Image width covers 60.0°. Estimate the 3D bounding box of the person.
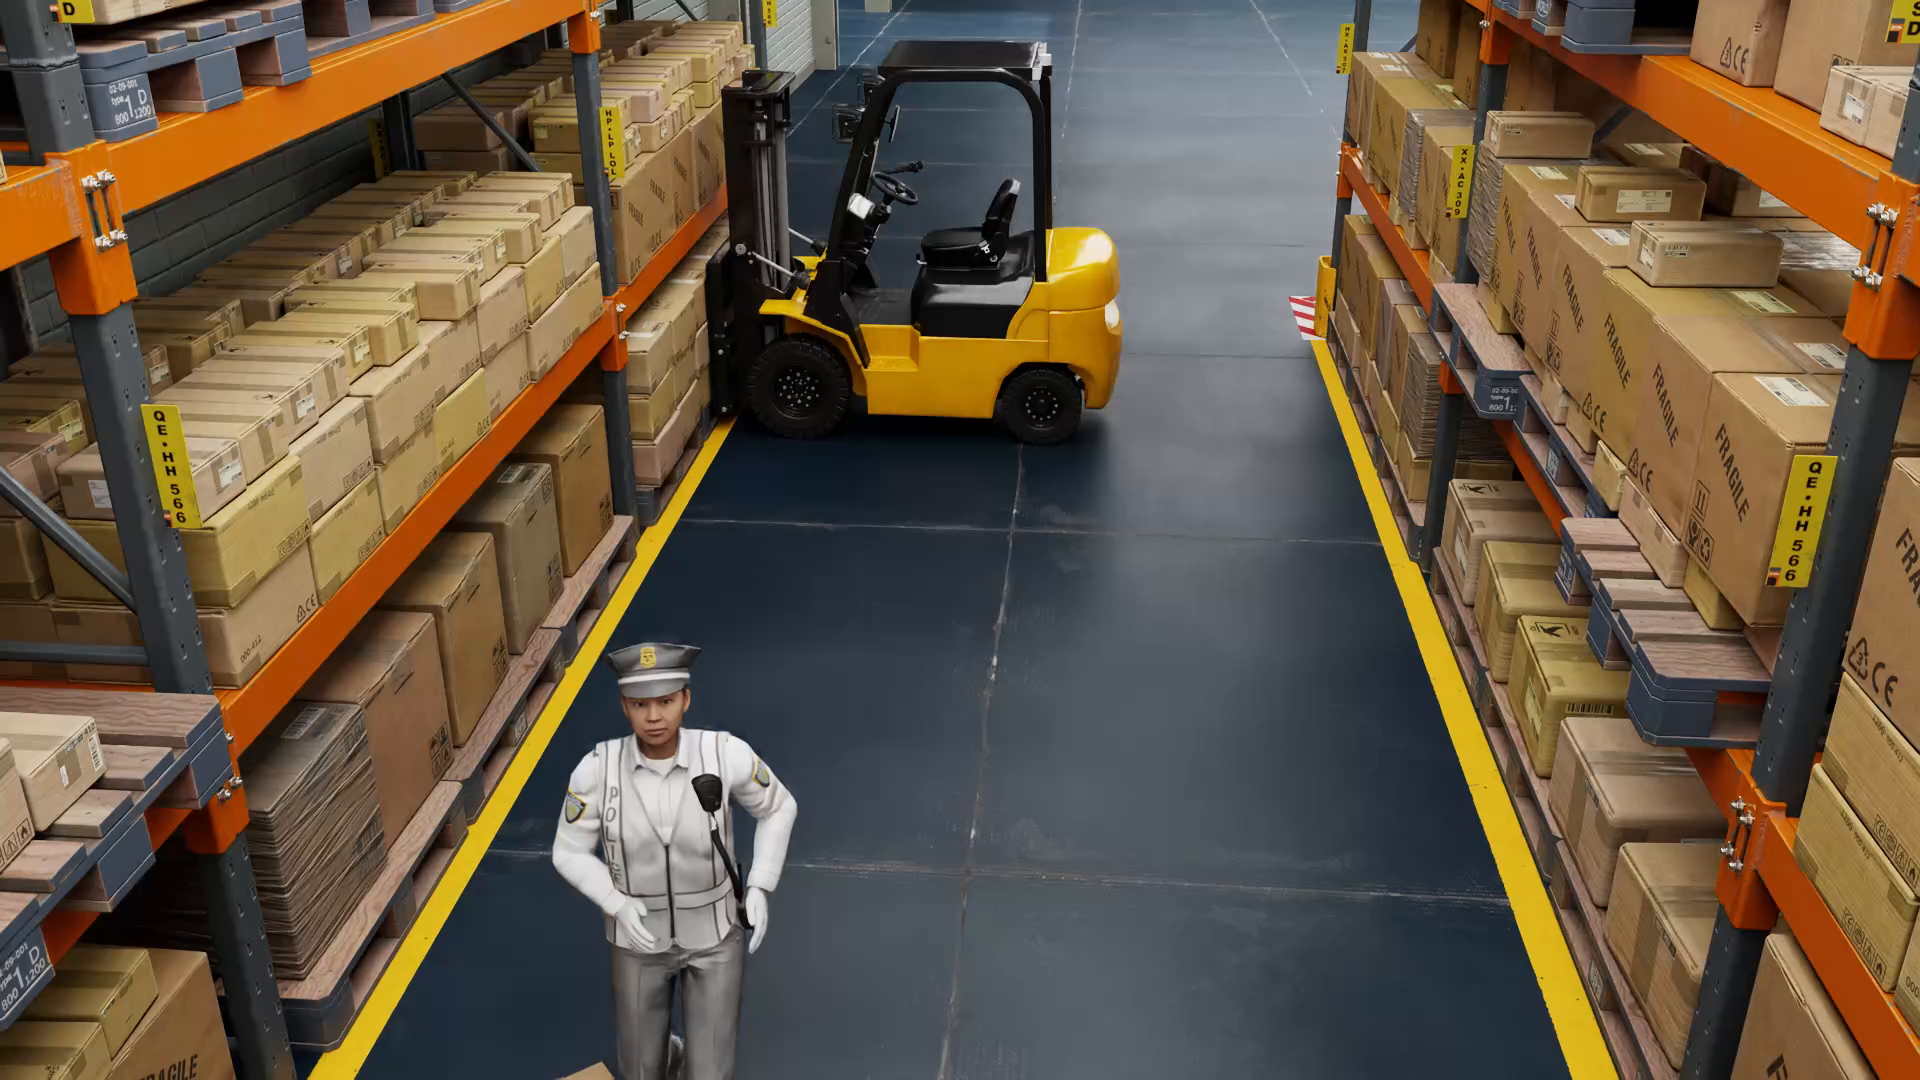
[{"bbox_3d":[-0.727,1.033,4.335,0.631,1.665,0.682,-3,25,-5],"label":"person"}]
